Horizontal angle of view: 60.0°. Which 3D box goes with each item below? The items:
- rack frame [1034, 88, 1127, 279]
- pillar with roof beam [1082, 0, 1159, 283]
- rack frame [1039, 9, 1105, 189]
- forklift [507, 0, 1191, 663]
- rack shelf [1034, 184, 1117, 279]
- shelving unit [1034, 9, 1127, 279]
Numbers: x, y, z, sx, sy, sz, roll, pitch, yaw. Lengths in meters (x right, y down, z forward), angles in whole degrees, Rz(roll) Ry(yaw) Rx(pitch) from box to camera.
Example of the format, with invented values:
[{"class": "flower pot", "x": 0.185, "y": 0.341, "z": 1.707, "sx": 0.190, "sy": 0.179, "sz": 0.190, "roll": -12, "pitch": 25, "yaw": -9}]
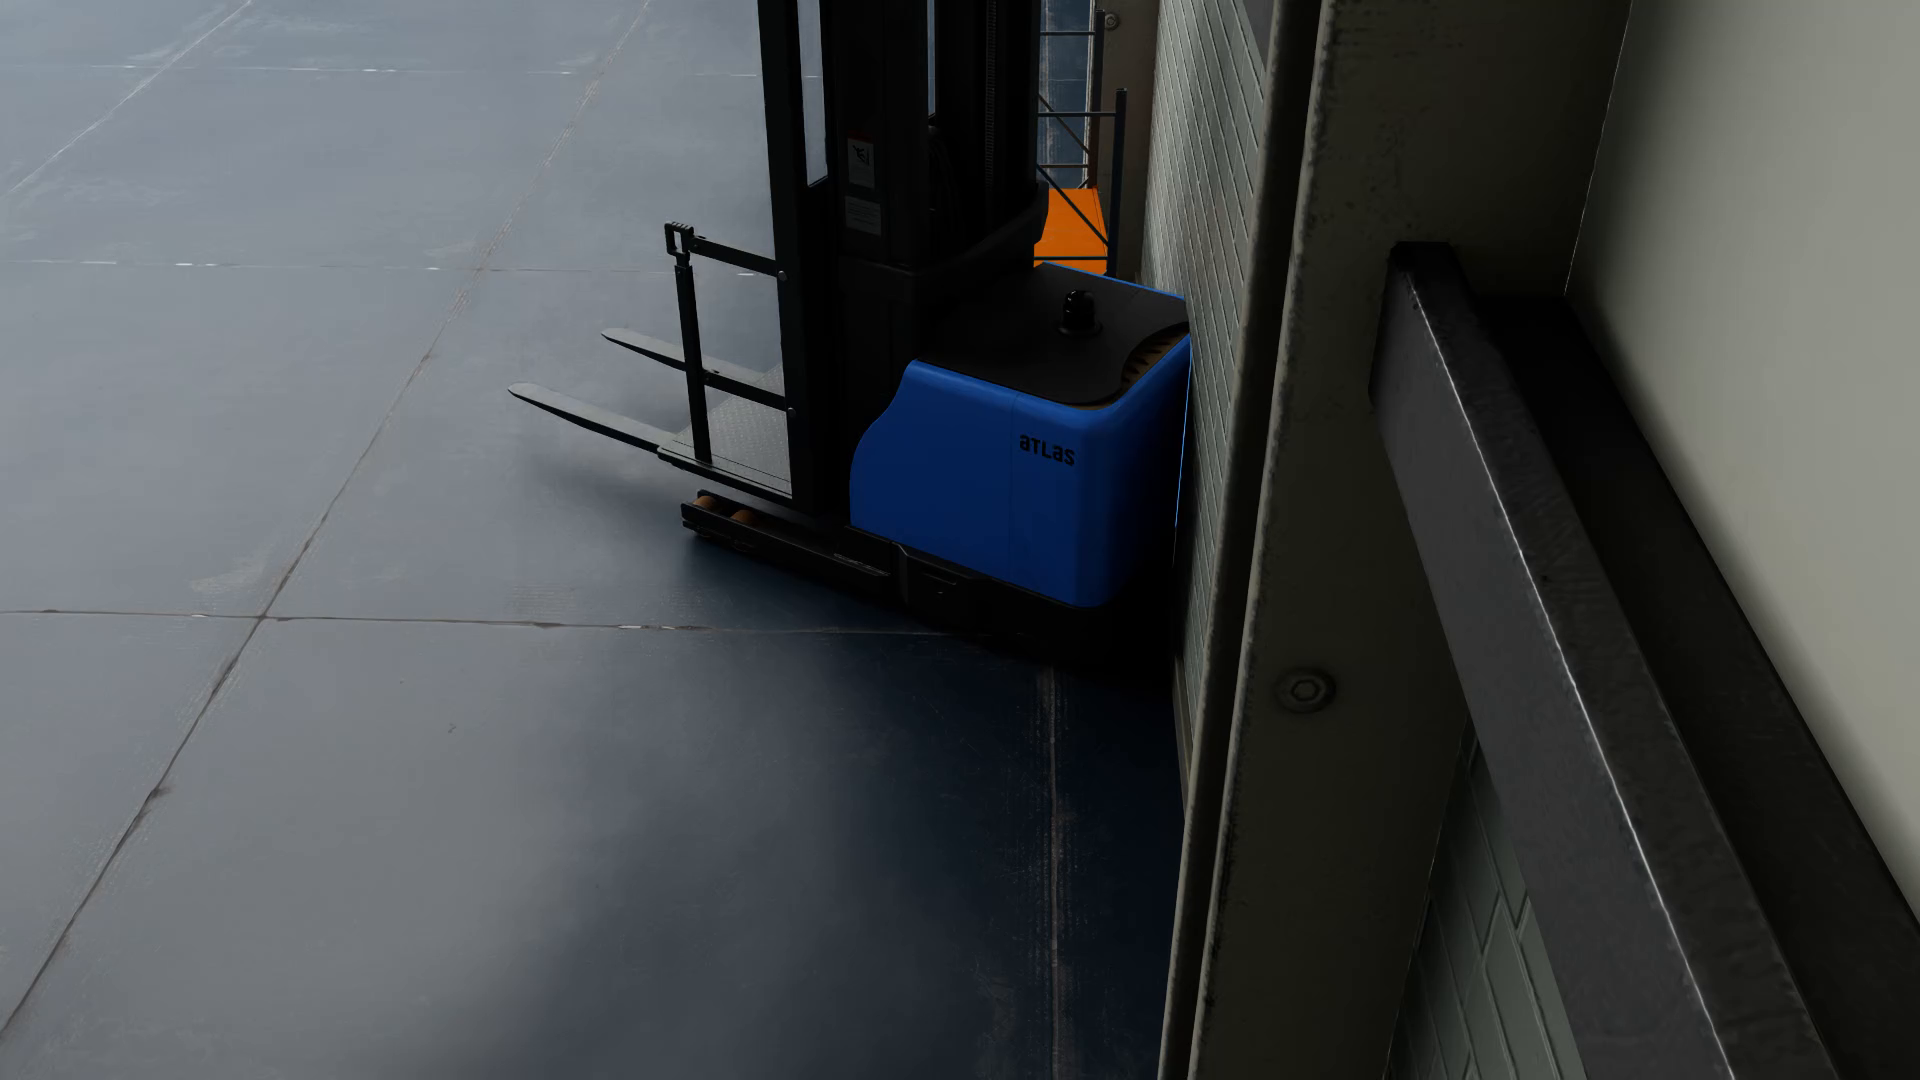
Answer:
[{"class": "rack frame", "x": 0.427, "y": -1.211, "z": 7.169, "sx": 0.500, "sy": 1.500, "sz": 0.032, "roll": 0, "pitch": 35, "yaw": -1}, {"class": "pillar with roof beam", "x": -3.523, "y": -5.134, "z": 6.229, "sx": 9.100, "sy": 9.000, "sz": 0.400, "roll": 1, "pitch": 35, "yaw": 2}, {"class": "rack frame", "x": 0.411, "y": -1.796, "z": 8.001, "sx": 0.500, "sy": 1.500, "sz": 0.032, "roll": 0, "pitch": 35, "yaw": -1}, {"class": "forklift", "x": -0.529, "y": -1.388, "z": 6.175, "sx": 3.031, "sy": 2.935, "sz": 1.130, "roll": 20, "pitch": 40, "yaw": 25}, {"class": "rack shelf", "x": 0.419, "y": -1.357, "z": 7.689, "sx": 0.538, "sy": 0.185, "sz": 1.000, "roll": 0, "pitch": 35, "yaw": -1}, {"class": "shelving unit", "x": 0.419, "y": -1.509, "z": 7.593, "sx": 0.587, "sy": 1.500, "sz": 1.083, "roll": 0, "pitch": 35, "yaw": -1}]
